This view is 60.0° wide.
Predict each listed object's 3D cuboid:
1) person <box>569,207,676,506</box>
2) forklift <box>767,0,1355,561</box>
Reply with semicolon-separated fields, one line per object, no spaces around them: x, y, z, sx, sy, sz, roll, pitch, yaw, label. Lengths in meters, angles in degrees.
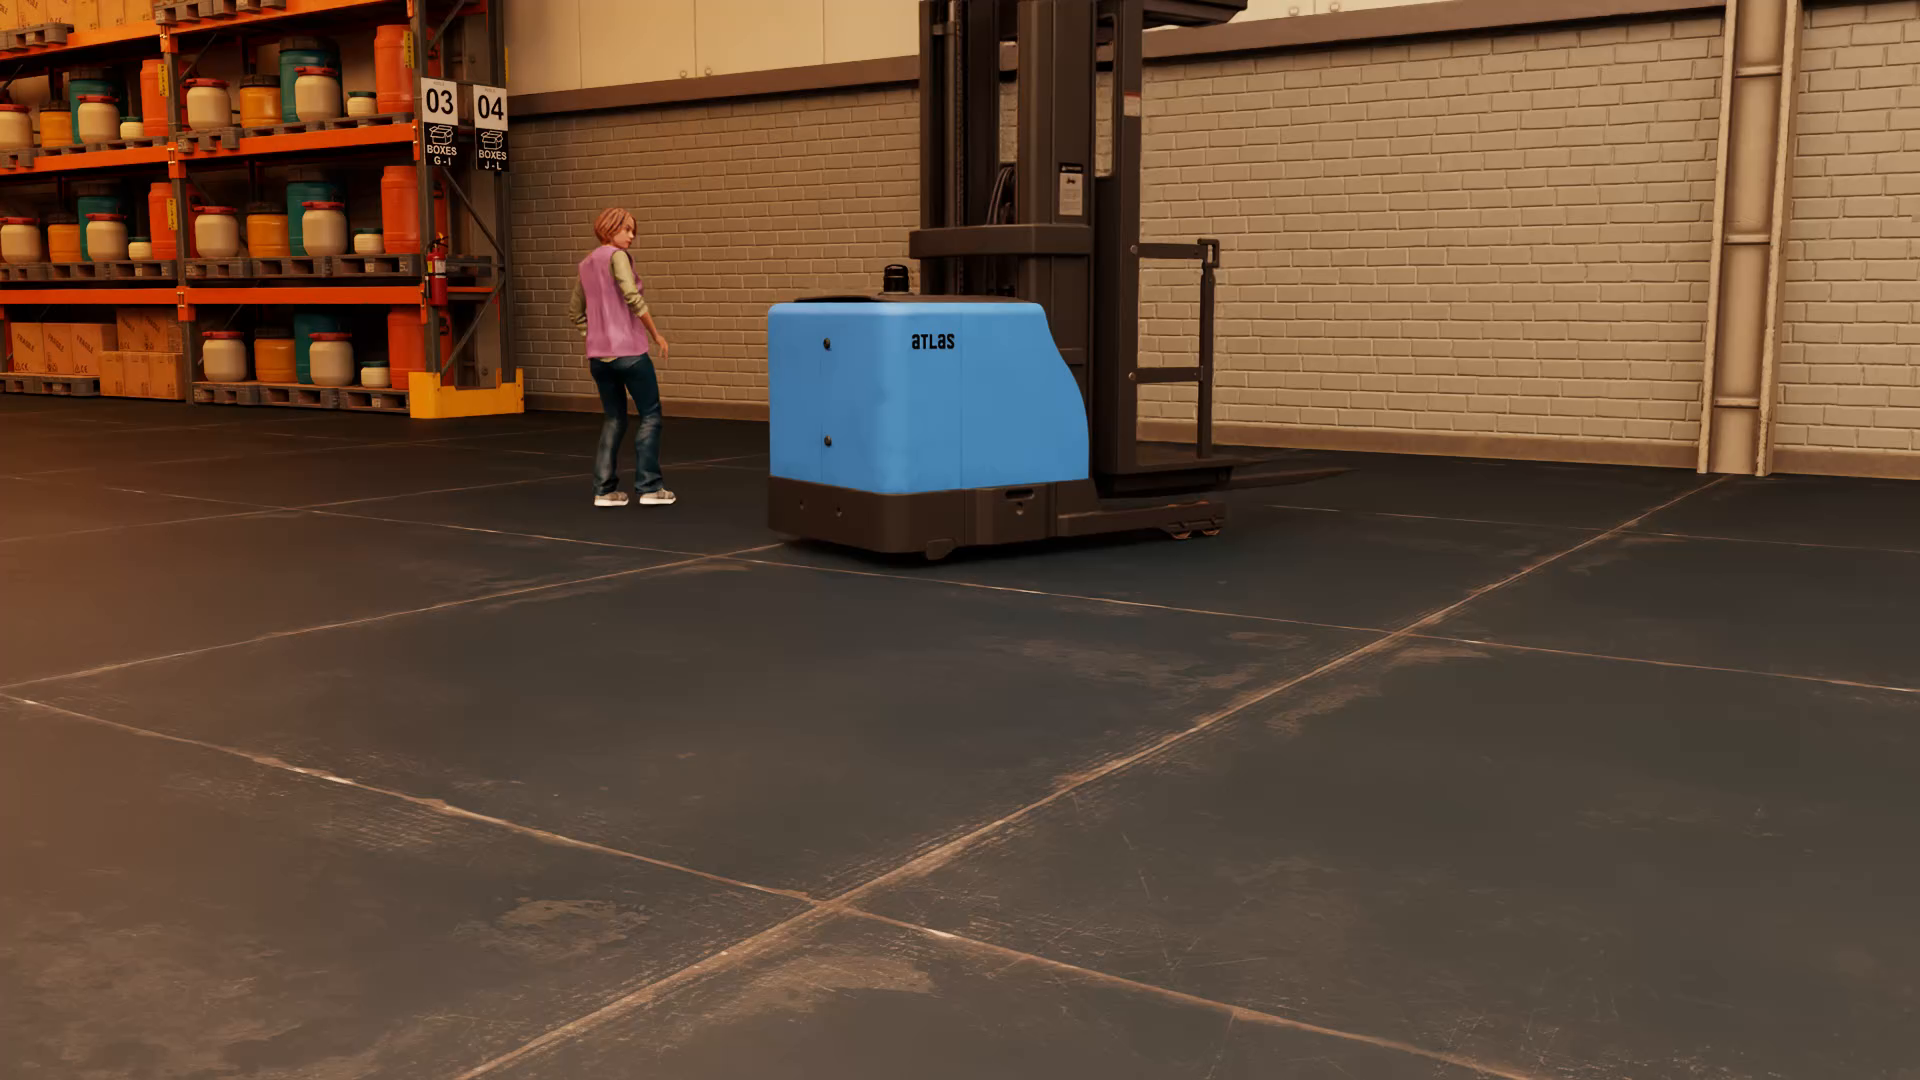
-1.793;-0.963;8.818;0.612;1.575;0.449;5;10;34;person
0.624;-1.505;7.780;3.031;2.935;1.130;-6;10;-36;forklift
